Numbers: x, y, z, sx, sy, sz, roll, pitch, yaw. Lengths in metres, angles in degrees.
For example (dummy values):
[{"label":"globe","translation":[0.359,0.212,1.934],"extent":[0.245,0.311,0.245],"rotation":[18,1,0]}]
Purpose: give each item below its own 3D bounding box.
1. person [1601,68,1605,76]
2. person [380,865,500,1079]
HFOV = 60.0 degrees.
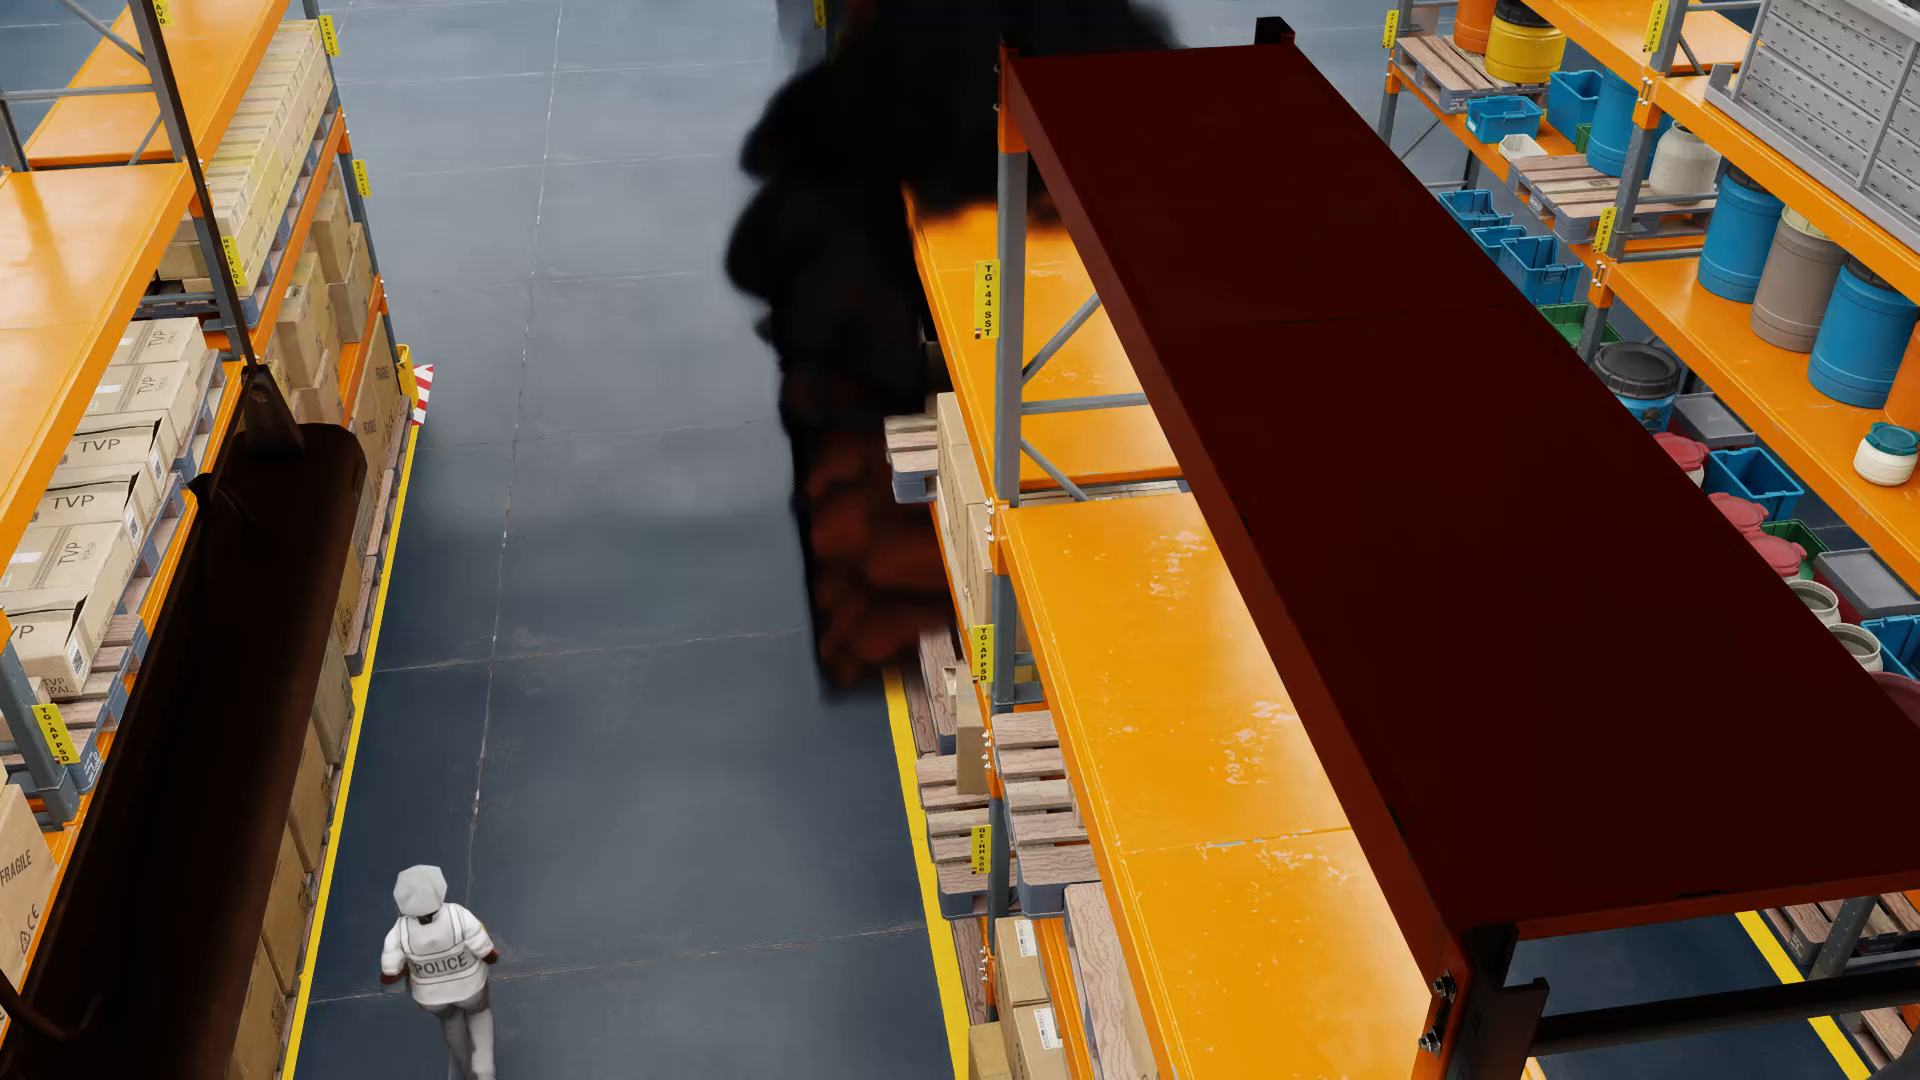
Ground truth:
[{"label":"person","translation":[7.011,-4.397,18.128],"extent":[0.697,1.590,0.533],"rotation":[16,39,20]},{"label":"person","translation":[-2.599,2.290,8.456],"extent":[0.575,1.673,0.589],"rotation":[-9,37,-12]}]
